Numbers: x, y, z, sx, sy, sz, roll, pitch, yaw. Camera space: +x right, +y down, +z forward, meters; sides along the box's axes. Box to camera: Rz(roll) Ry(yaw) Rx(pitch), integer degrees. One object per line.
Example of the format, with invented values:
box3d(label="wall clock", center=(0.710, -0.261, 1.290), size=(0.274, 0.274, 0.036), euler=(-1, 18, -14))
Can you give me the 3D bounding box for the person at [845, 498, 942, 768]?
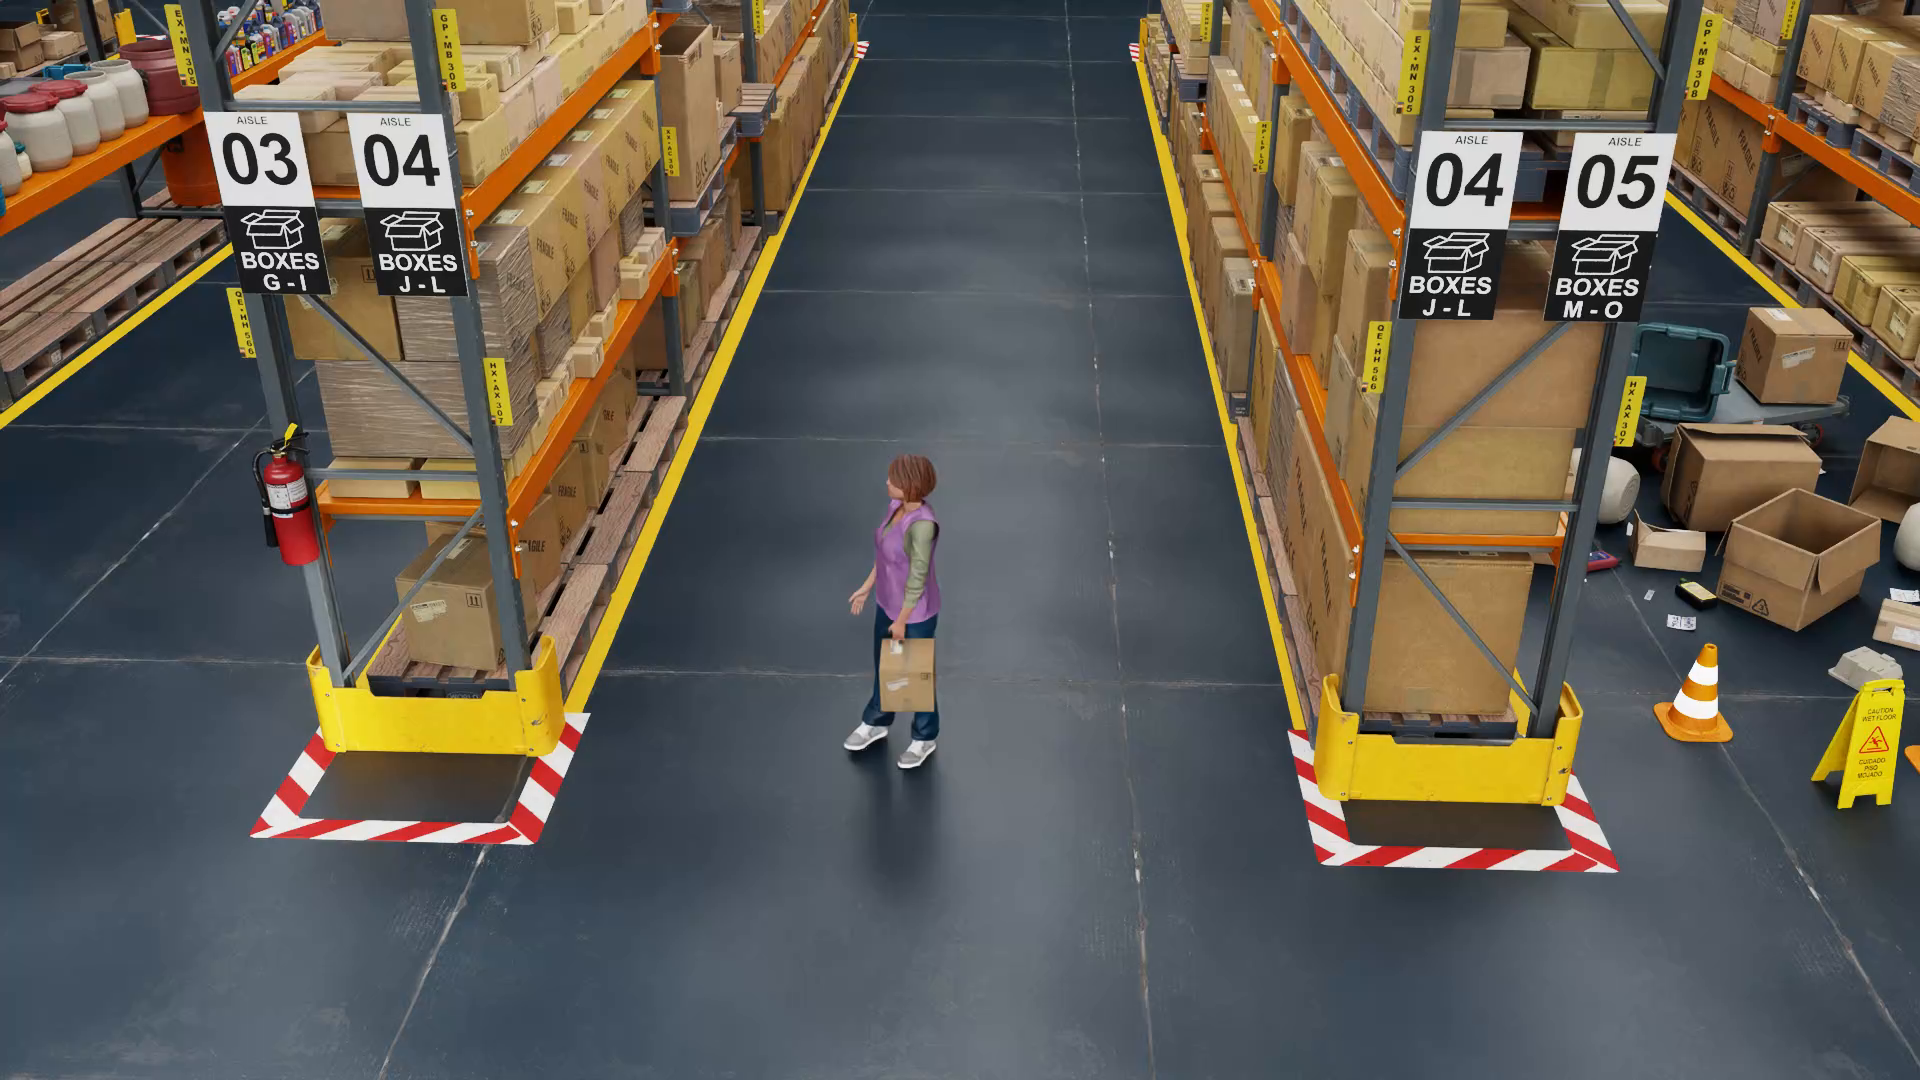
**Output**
box3d(label="person", center=(-0.324, 0.450, 8.004), size=(0.472, 1.377, 0.377), euler=(-13, 31, -23))
